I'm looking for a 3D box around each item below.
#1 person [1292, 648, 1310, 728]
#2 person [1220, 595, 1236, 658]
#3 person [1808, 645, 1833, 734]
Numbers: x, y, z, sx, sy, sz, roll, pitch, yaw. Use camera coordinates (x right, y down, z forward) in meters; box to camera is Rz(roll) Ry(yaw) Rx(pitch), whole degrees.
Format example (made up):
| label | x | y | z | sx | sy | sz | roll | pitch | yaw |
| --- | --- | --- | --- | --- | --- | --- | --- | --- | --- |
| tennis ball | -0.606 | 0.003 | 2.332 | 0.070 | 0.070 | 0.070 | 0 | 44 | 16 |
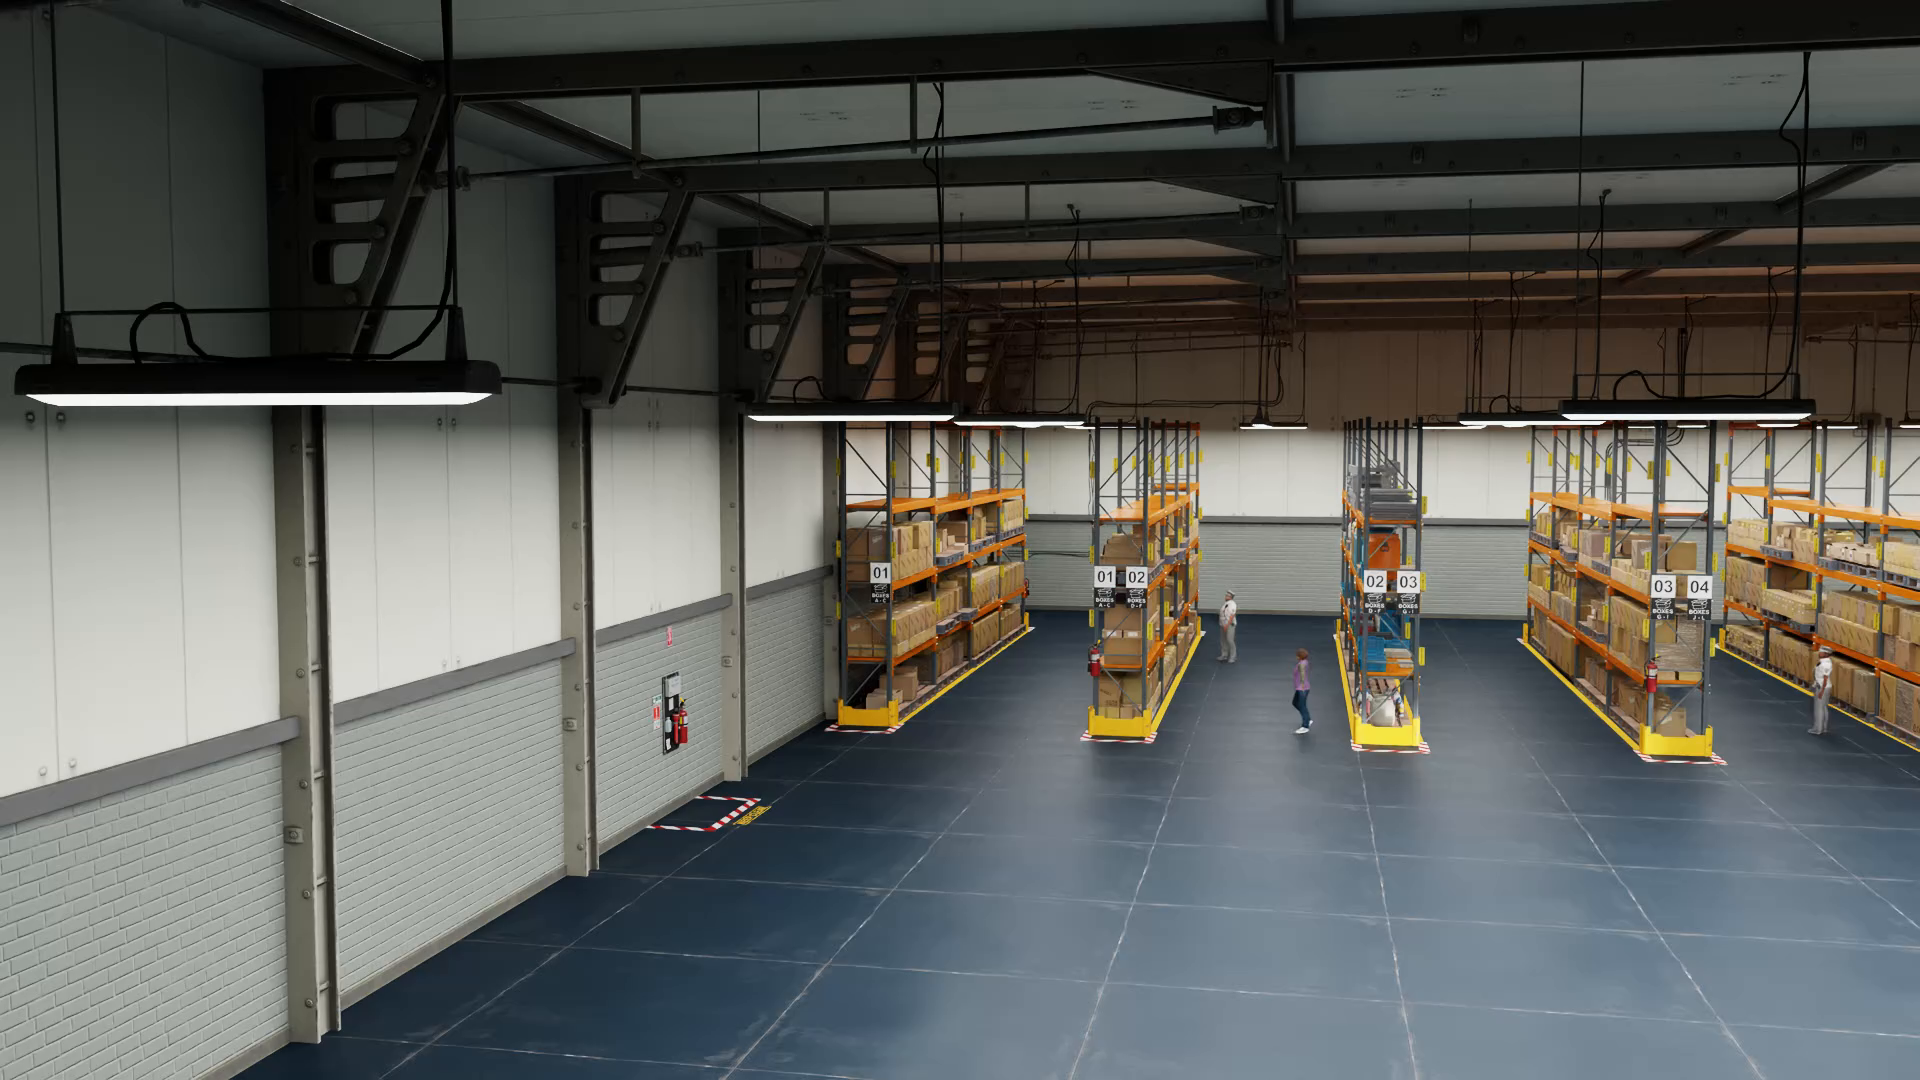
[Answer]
| label | x | y | z | sx | sy | sz | roll | pitch | yaw |
| --- | --- | --- | --- | --- | --- | --- | --- | --- | --- |
| person | 6.503 | 2.820 | 31.686 | 0.343 | 1.533 | 0.458 | 1 | 4 | 12 |
| person | 6.684 | 2.125 | 41.625 | 0.425 | 1.654 | 0.548 | -2 | 4 | -27 |
| person | 16.351 | 2.839 | 31.580 | 0.376 | 1.701 | 0.464 | 3 | 5 | 36 |
